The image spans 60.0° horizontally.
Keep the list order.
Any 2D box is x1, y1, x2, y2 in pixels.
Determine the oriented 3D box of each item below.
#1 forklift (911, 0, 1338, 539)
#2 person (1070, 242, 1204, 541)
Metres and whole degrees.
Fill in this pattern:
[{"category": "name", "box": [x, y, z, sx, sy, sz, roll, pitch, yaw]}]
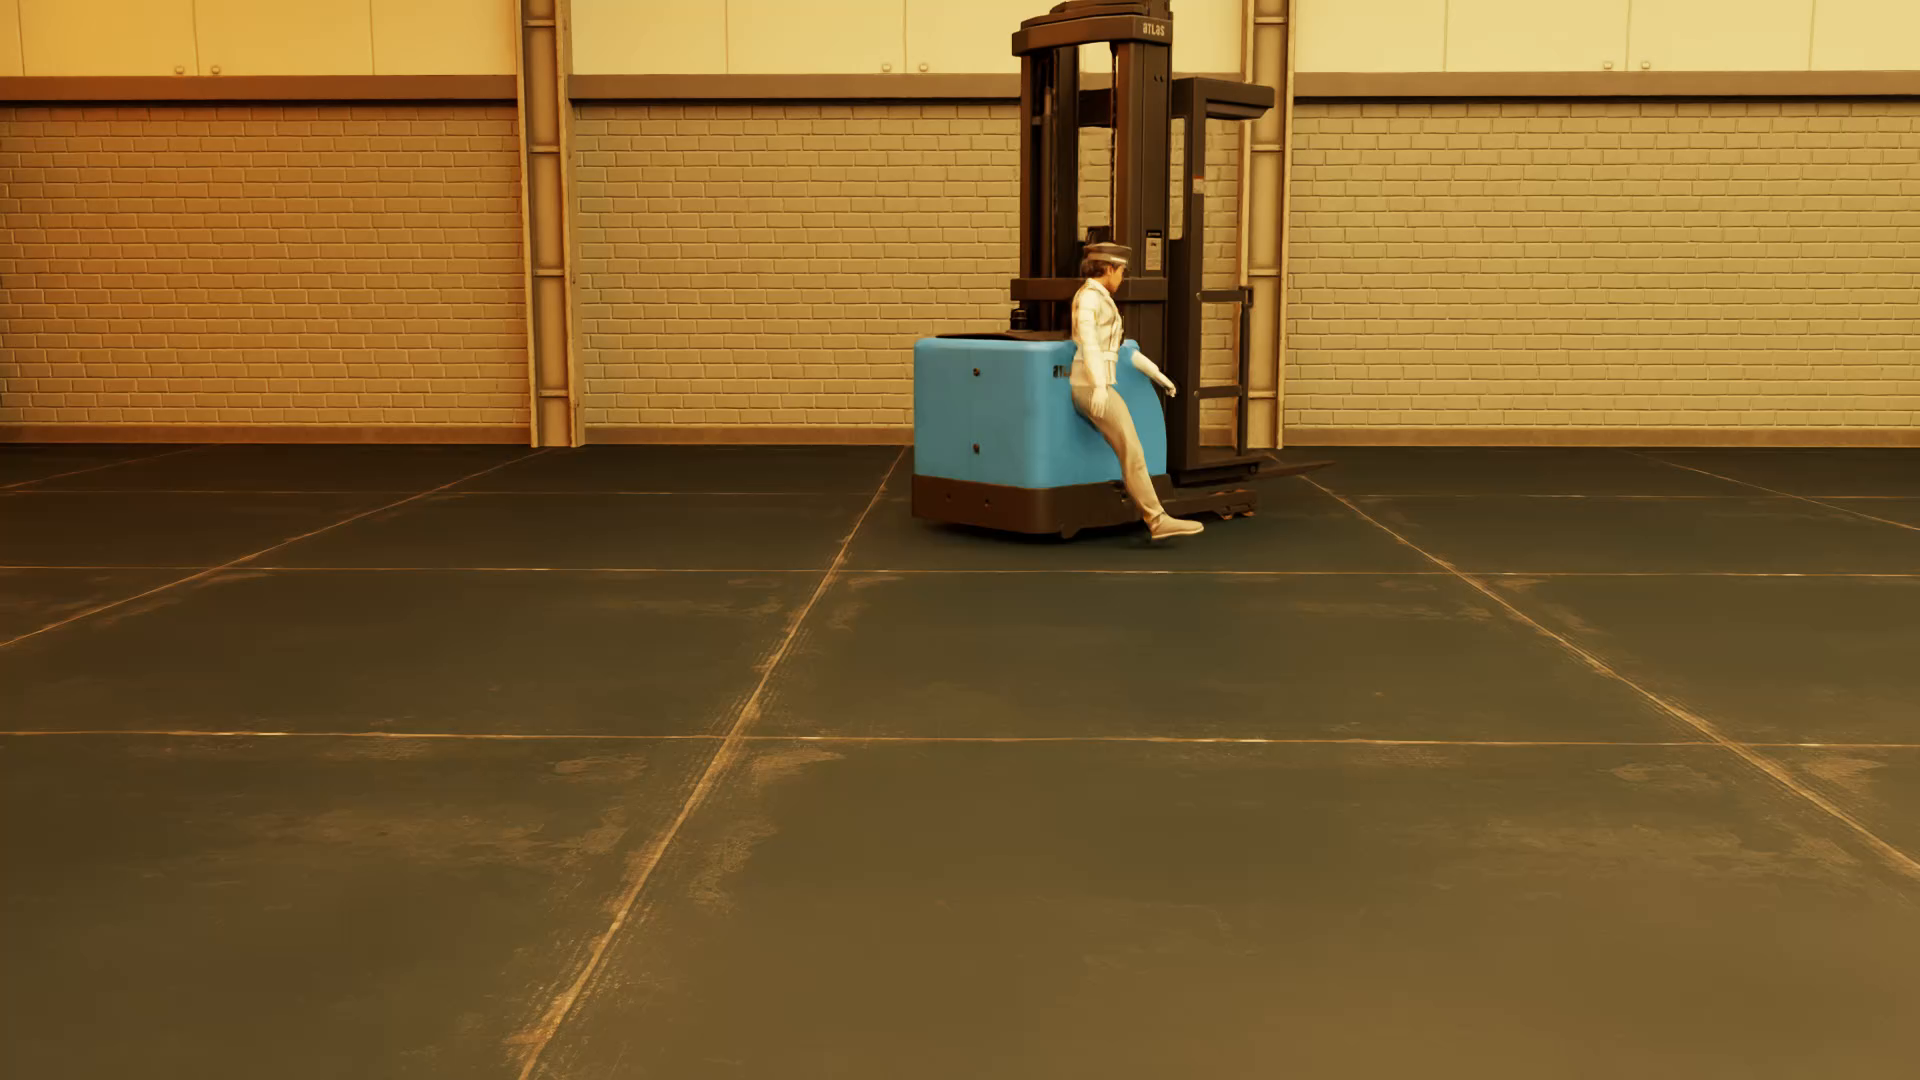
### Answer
[{"category": "forklift", "box": [1.140, -1.616, 9.879, 3.031, 2.935, 1.130, -8, 12, -43]}, {"category": "person", "box": [0.866, -0.797, 8.907, 0.841, 1.575, 0.729, 0, 9, 0]}]
